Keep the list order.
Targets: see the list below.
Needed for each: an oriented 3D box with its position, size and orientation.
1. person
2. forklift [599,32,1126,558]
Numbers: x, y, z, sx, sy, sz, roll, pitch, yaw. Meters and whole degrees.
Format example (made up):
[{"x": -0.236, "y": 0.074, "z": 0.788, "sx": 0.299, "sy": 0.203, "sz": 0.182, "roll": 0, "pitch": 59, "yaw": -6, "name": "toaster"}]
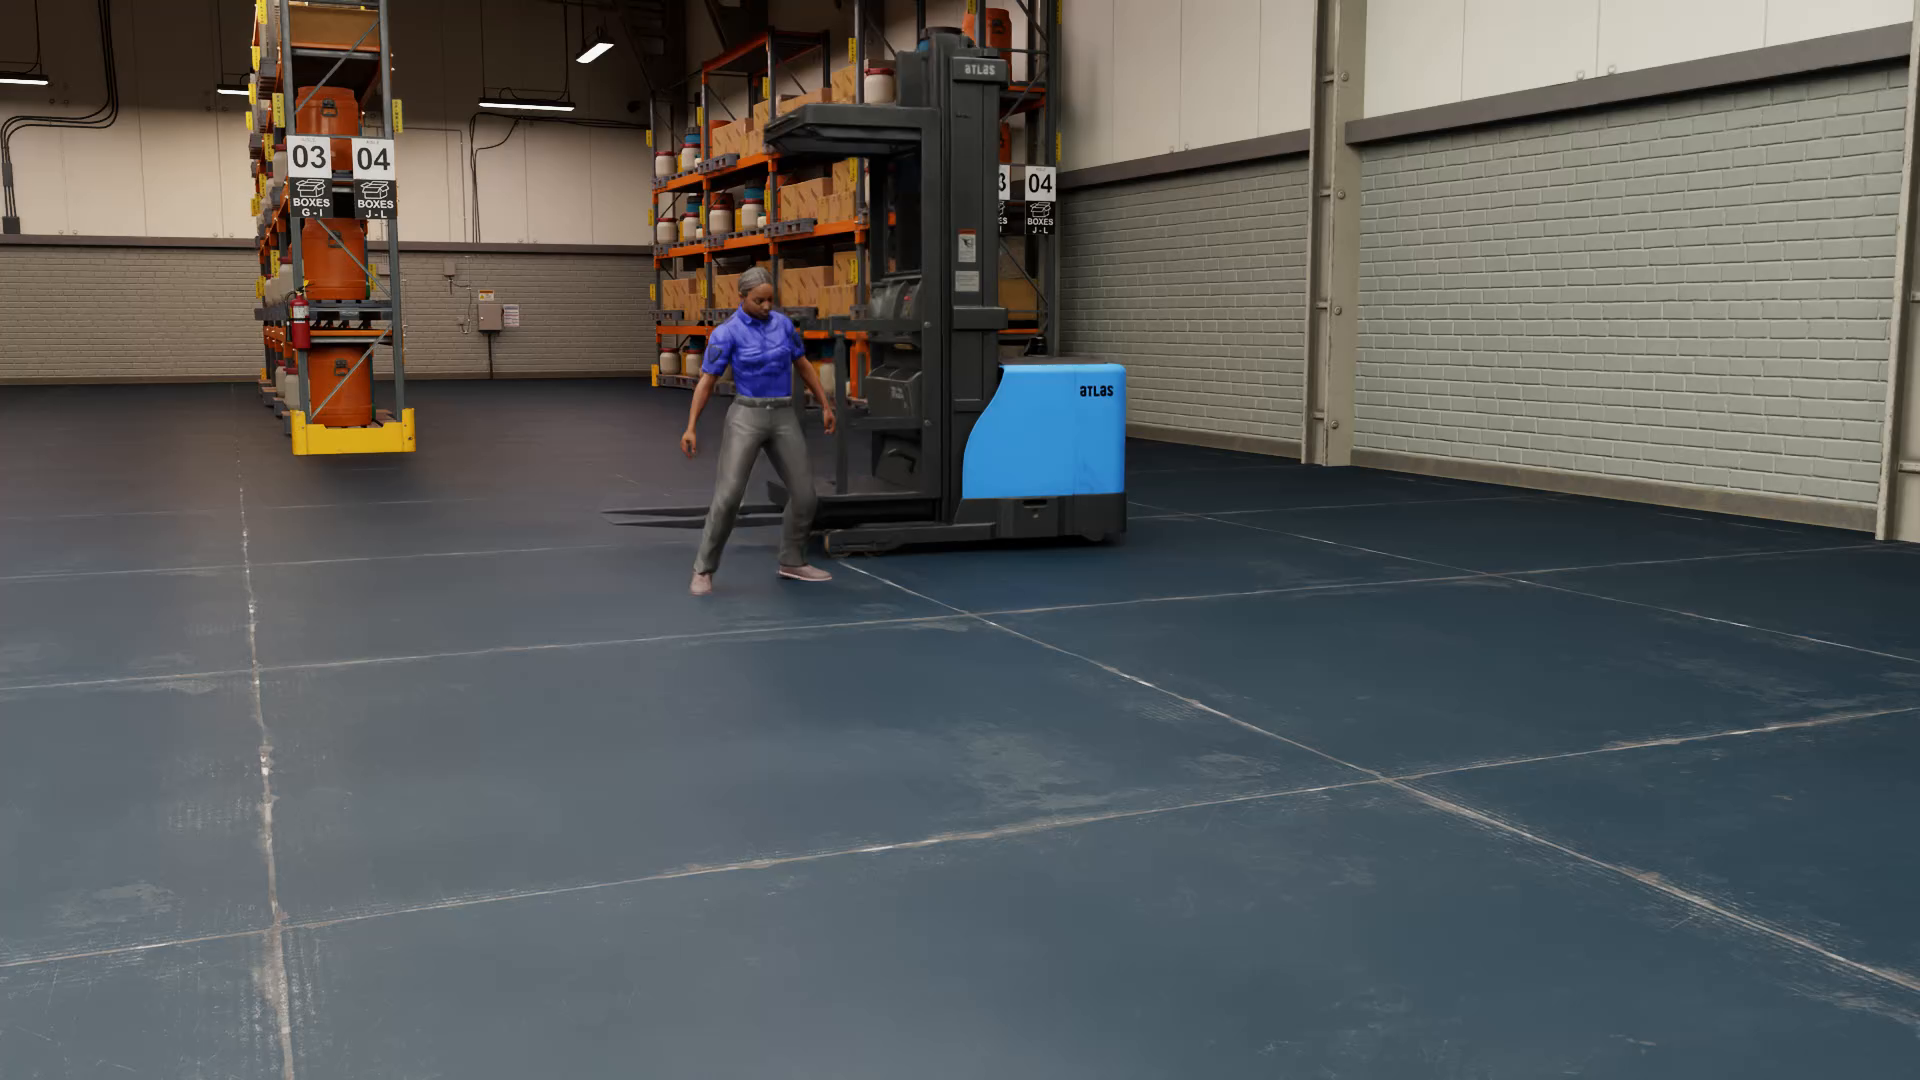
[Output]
[{"x": -0.997, "y": -0.547, "z": 8.314, "sx": 0.849, "sy": 1.611, "sz": 0.374, "roll": -5, "pitch": 9, "yaw": -35, "name": "person"}, {"x": -0.576, "y": -1.427, "z": 9.761, "sx": 3.031, "sy": 2.935, "sz": 1.130, "roll": -3, "pitch": 8, "yaw": -19, "name": "forklift"}]
